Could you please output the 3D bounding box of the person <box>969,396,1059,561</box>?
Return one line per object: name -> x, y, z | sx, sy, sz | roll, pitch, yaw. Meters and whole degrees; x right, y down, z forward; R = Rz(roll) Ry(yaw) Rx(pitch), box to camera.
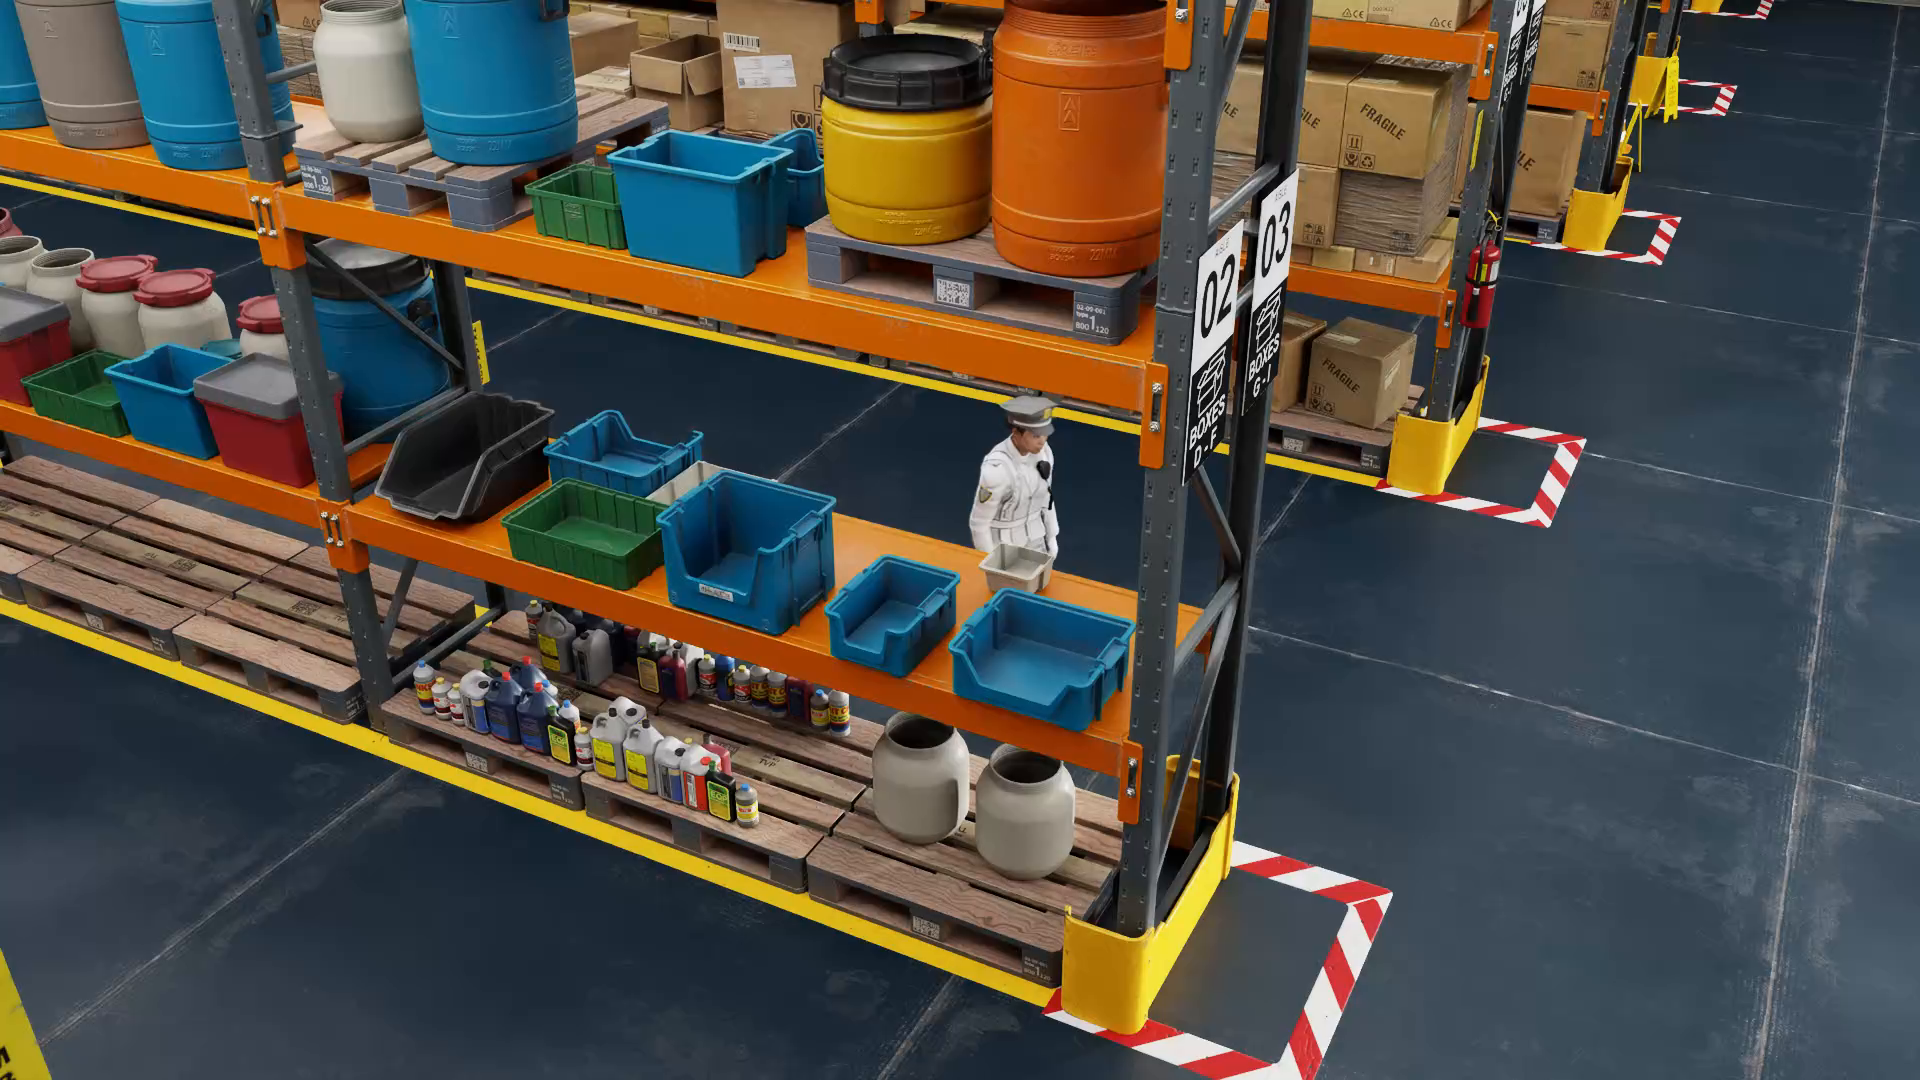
person -> 0.286, 0.057, 8.182 | 0.530, 1.664, 0.403 | -26, 39, -37
